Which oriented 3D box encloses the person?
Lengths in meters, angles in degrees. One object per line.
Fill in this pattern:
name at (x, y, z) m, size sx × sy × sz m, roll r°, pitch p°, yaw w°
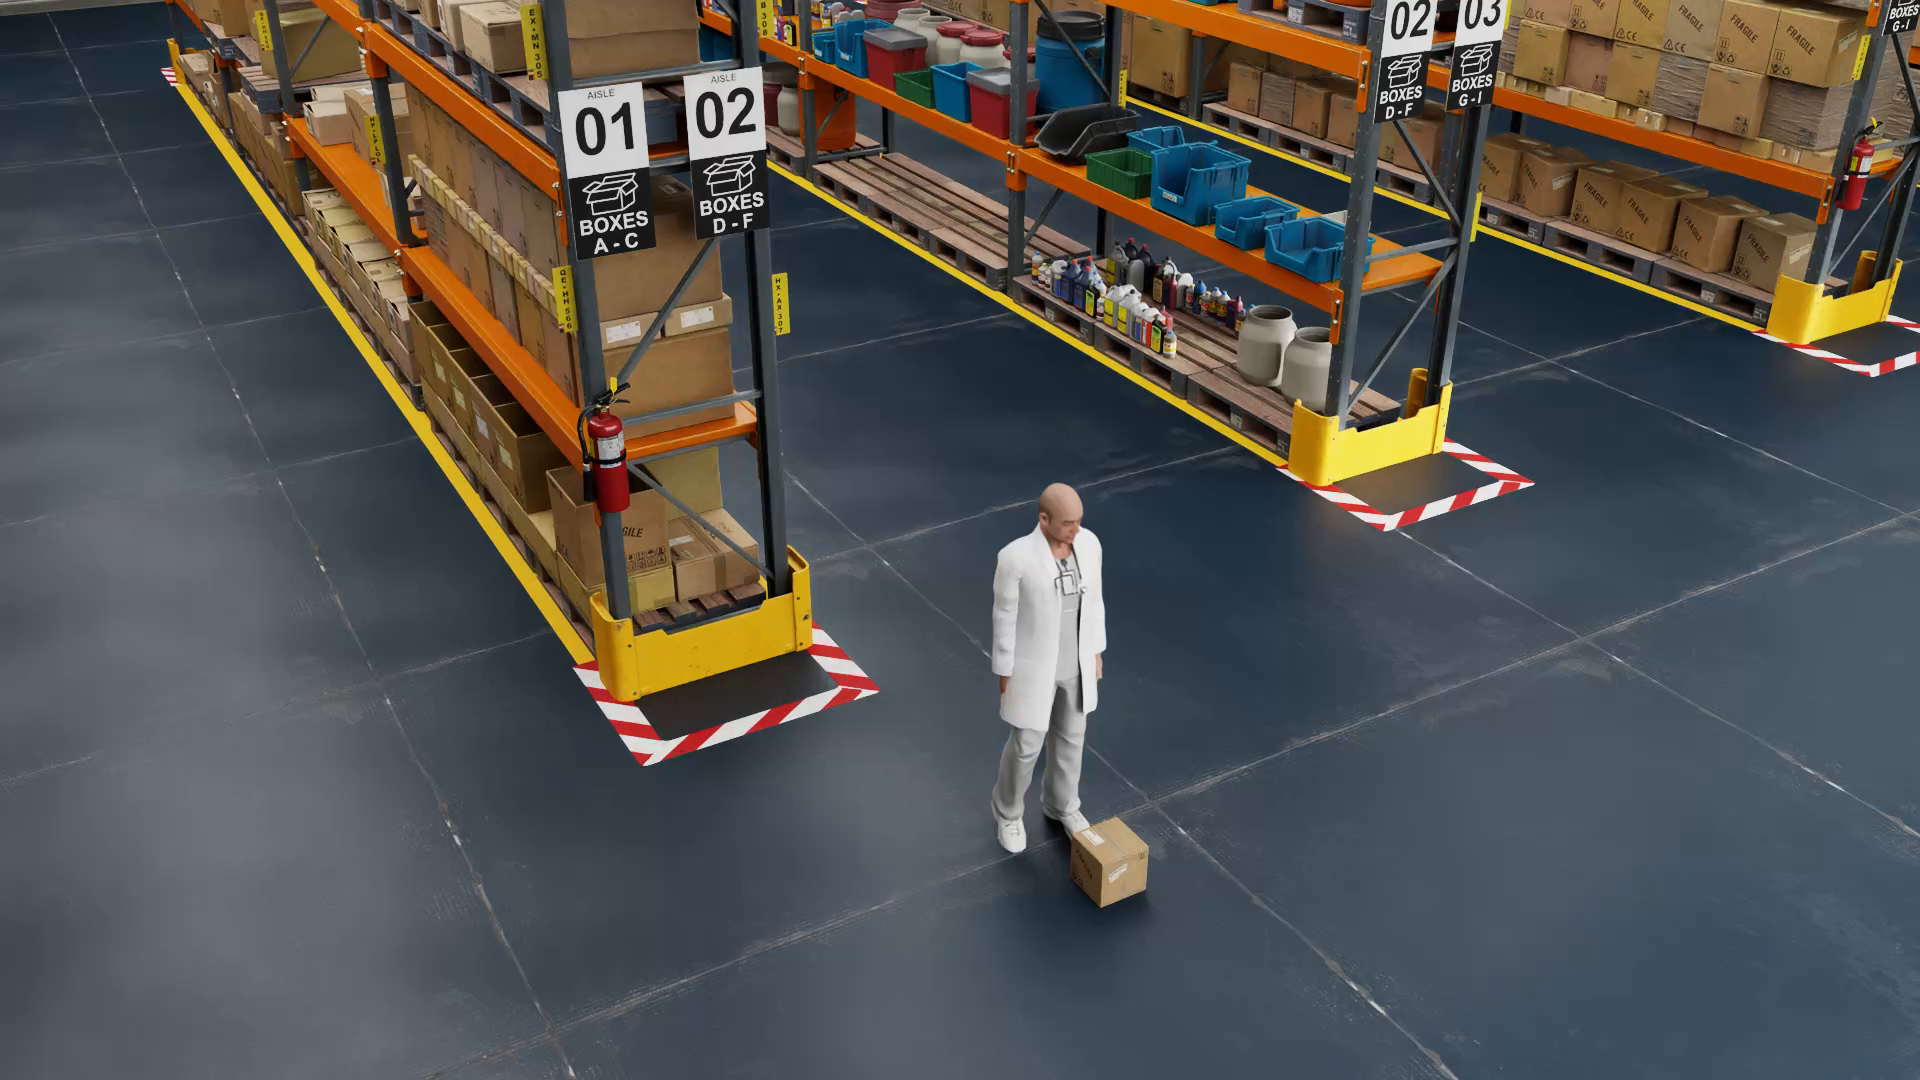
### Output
person at (0.437, 0.602, 7.523) m, size 0.577 × 1.840 × 0.485 m, roll -16°, pitch 32°, yaw -26°
